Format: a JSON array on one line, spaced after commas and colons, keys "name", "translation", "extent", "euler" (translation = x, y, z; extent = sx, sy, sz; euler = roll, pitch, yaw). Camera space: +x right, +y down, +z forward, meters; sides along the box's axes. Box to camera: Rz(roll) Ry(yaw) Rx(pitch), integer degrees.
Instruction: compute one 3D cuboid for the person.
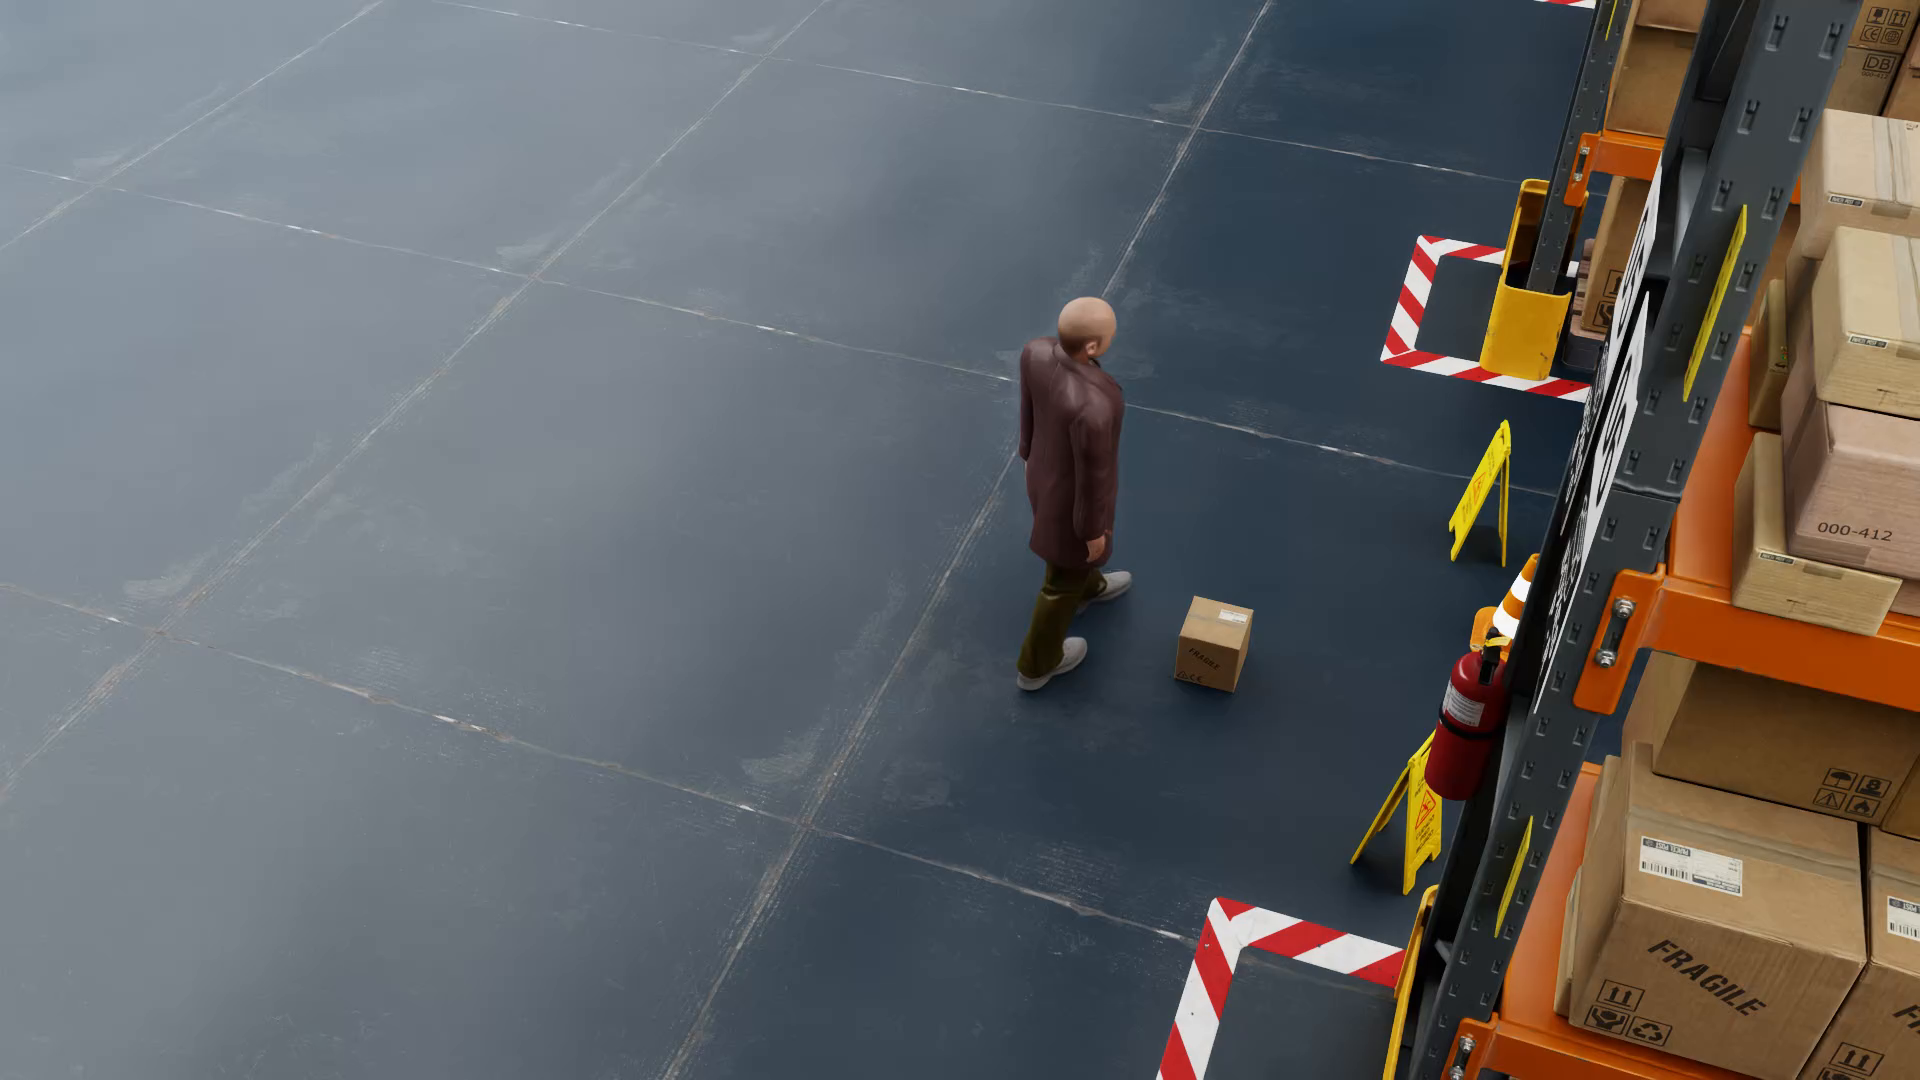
[{"name": "person", "translation": [0.515, -0.225, 6.421], "extent": [0.727, 1.773, 0.599], "euler": [-18, 44, -20]}]
